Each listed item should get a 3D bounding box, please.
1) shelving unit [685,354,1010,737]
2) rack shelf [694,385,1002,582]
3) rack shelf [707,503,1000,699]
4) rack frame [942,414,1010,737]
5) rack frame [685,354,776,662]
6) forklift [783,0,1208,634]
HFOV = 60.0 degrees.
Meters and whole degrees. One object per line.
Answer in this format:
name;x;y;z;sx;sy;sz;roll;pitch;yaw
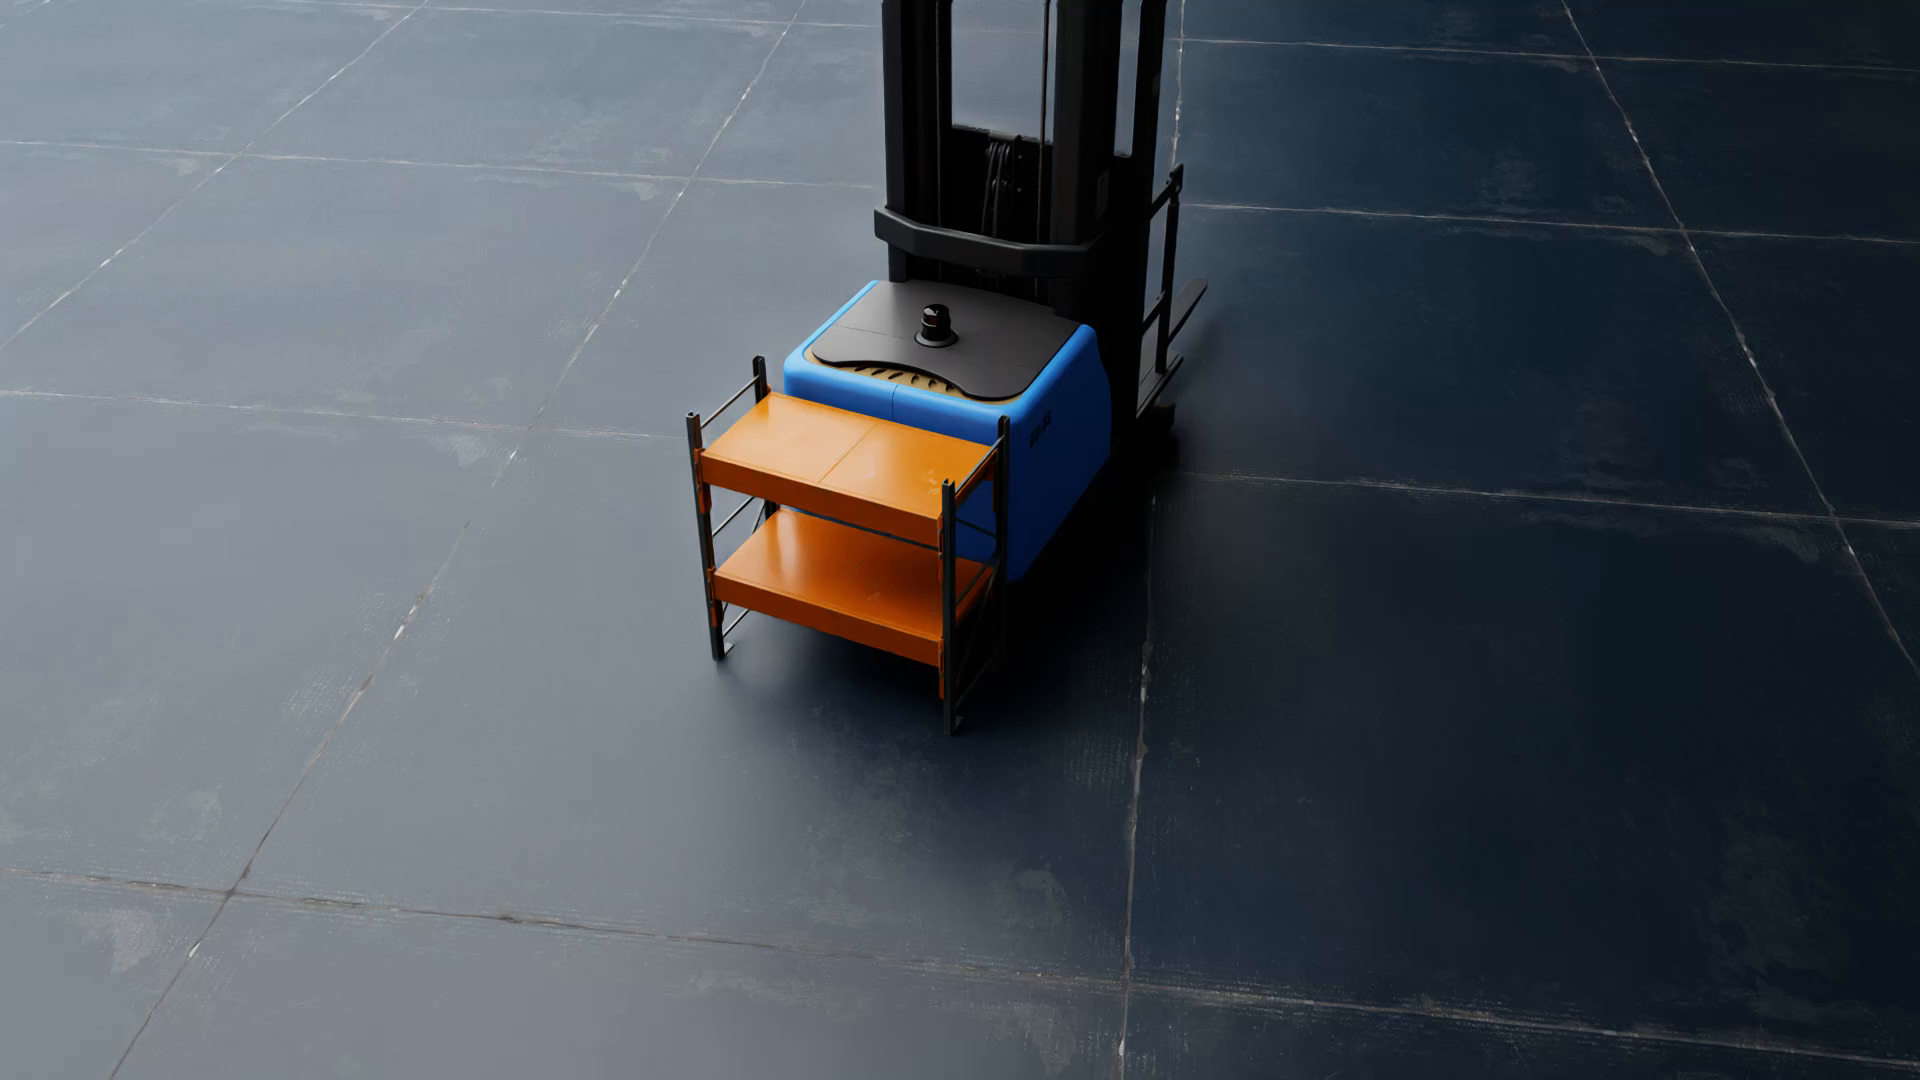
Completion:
shelving unit;-0.400;0.015;6.260;1.048;1.125;0.538;15;38;20
rack shelf;-0.400;-0.223;6.090;1.000;0.278;0.538;15;38;20
rack shelf;-0.400;0.215;6.402;1.000;0.278;0.538;15;38;20
rack frame;0.059;0.142;6.082;0.032;1.125;0.500;15;38;20
rack frame;-0.859;-0.111;6.438;0.032;1.125;0.500;15;38;20
forklift;0.373;-1.667;7.063;1.130;2.935;3.031;15;38;20
